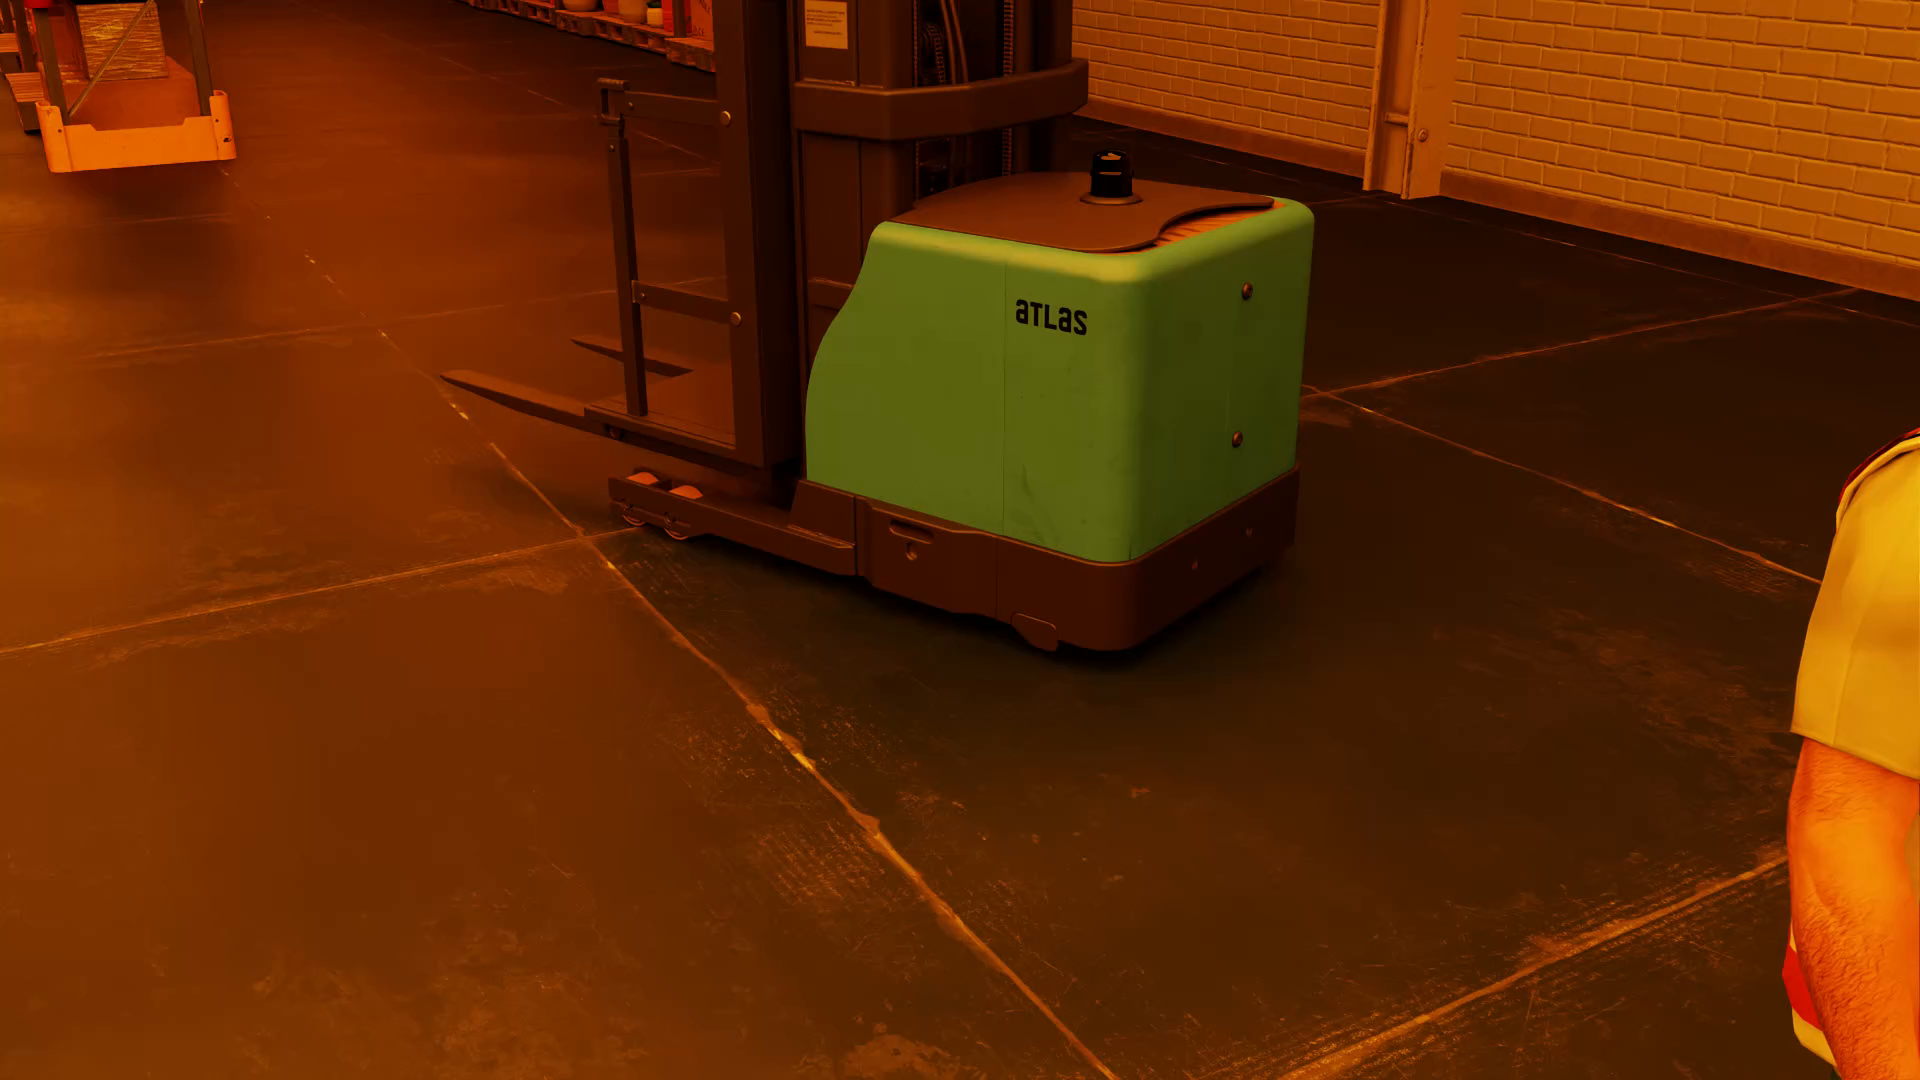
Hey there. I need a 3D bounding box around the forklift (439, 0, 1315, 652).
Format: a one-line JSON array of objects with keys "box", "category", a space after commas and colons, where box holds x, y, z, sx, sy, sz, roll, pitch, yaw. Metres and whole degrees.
[{"box": [-0.481, -1.497, 4.922, 3.031, 2.935, 1.130, 16, 27, 34], "category": "forklift"}]

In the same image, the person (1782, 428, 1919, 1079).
[{"box": [1.033, 0.506, 1.526, 0.638, 1.788, 0.563, -16, 27, -33], "category": "person"}]
